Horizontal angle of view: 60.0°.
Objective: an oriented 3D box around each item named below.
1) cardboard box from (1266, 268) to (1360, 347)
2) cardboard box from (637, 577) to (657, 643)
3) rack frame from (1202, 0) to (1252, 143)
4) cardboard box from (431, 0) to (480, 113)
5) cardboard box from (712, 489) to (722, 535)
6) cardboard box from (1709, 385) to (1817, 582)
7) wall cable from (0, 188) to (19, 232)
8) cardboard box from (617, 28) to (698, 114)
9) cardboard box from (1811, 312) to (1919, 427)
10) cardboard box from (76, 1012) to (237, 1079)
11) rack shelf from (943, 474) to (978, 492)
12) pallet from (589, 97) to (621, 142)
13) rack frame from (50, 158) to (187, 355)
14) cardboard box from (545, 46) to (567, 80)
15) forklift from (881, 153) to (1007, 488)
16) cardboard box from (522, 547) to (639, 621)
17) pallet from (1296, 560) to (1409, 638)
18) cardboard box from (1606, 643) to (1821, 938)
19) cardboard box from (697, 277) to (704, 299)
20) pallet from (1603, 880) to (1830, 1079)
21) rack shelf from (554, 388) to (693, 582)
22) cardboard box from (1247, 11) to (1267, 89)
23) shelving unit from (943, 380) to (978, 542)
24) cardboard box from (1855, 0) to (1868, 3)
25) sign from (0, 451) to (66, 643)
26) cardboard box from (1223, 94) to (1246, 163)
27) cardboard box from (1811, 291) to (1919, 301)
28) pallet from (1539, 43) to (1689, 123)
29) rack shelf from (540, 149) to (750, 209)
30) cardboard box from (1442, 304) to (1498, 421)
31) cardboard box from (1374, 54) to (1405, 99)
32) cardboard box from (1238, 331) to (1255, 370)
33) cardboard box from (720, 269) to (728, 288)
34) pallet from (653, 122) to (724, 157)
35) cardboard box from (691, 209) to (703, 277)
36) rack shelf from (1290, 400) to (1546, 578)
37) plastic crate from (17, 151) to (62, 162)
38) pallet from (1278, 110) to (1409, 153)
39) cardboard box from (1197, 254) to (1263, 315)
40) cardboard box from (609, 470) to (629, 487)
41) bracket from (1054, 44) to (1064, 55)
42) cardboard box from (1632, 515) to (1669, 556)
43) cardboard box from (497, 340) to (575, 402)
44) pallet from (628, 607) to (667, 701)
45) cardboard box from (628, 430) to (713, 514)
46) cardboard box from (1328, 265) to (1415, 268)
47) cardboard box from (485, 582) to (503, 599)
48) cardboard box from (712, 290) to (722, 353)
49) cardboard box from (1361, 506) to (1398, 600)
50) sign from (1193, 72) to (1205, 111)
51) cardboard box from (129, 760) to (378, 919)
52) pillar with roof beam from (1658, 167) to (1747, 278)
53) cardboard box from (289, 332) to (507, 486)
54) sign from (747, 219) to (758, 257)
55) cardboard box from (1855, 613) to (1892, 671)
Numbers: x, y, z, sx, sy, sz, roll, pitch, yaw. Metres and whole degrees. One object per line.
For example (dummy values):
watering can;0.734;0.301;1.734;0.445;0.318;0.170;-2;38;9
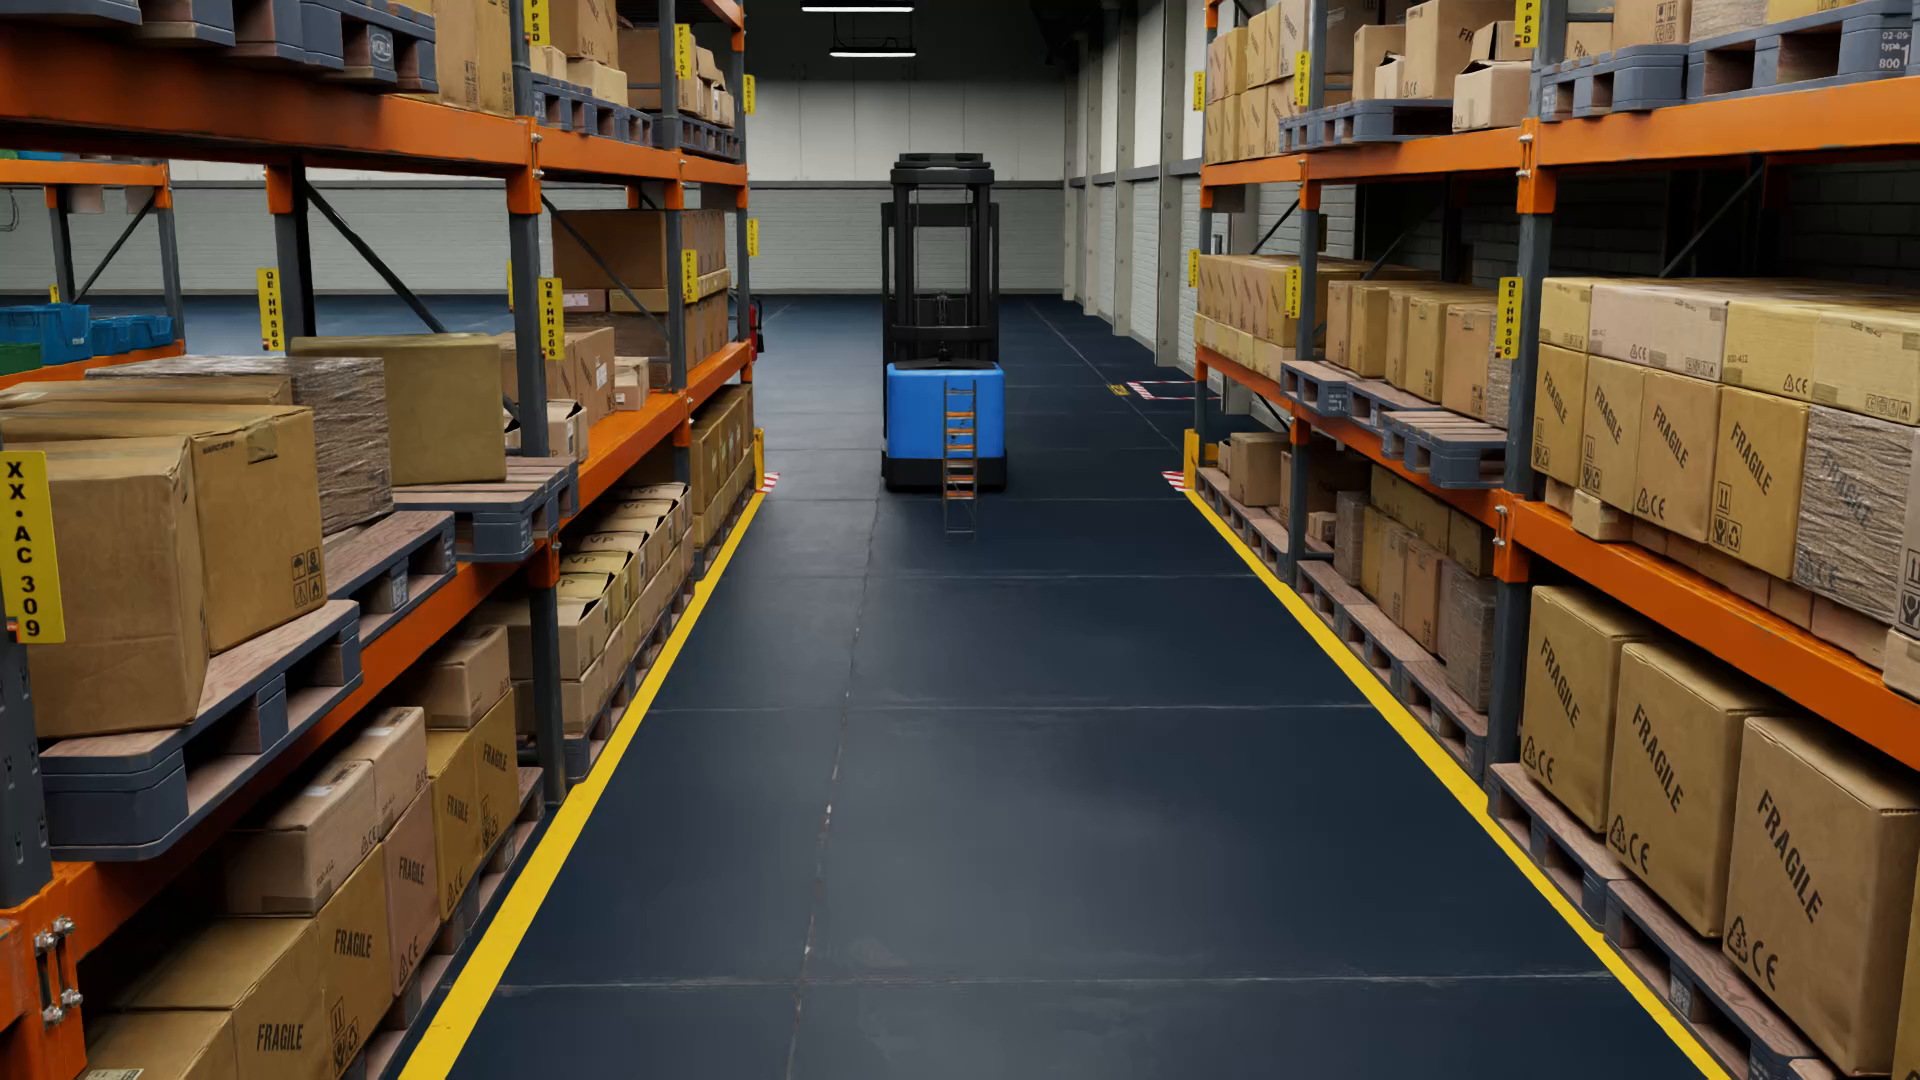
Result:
cardboard box;2.367;-1.566;11.176;0.500;0.500;0.500;0;11;-1
cardboard box;-1.939;0.378;9.013;0.500;0.250;0.500;0;11;0
rack frame;2.603;-4.905;14.104;1.000;3.000;0.127;0;11;-1
cardboard box;-2.131;-1.685;5.523;0.910;0.500;0.500;0;11;-1
cardboard box;-1.978;-0.200;11.859;0.500;0.250;0.500;0;11;-1
cardboard box;2.552;-0.175;4.829;0.500;0.500;0.500;0;11;0
wall cable;-27.369;-9.673;45.414;3.097;2.526;0.112;0;11;-1
cardboard box;-2.013;-3.043;10.812;0.500;0.500;0.500;1;11;4
cardboard box;2.575;-0.447;4.280;0.500;0.250;0.500;0;11;0
cardboard box;-1.867;1.354;3.522;0.500;0.500;0.500;-1;11;-4
rack shelf;0.000;-0.430;12.487;0.258;0.103;0.180;0;11;-1
pallet;-2.313;-2.088;8.237;1.003;0.211;1.213;0;11;1
rack frame;-7.301;-1.924;14.500;1.000;3.000;0.127;0;11;-1
cardboard box;-2.288;-2.371;8.477;0.500;0.250;0.500;-1;12;-6
forklift;-0.195;-2.146;15.766;1.130;2.935;3.031;-1;11;-3
cardboard box;-1.929;0.202;8.467;0.500;0.311;0.500;-1;11;-3
pallet;2.704;0.352;10.295;1.003;0.211;1.213;0;11;-1
cardboard box;2.665;0.794;5.452;0.750;0.750;0.750;0;11;-1
cardboard box;-2.114;-1.878;12.387;0.380;0.149;0.250;0;11;-2
pallet;2.732;1.391;5.172;1.003;0.211;1.213;0;11;-1
rack shelf;-2.225;-0.399;8.789;1.077;0.370;4.000;0;11;-1
cardboard box;2.362;-3.500;11.905;0.500;0.500;0.500;-1;11;-3
shelving unit;0.000;-0.591;12.454;0.258;1.200;0.189;0;11;-1
cardboard box;2.921;-1.700;4.491;0.700;0.500;0.500;0;11;-1
sign;-1.559;0.014;2.771;0.100;0.325;0.005;0;11;-1
cardboard box;2.351;-3.216;13.022;0.500;0.500;0.500;0;11;1
cardboard box;3.052;-0.653;5.296;0.500;0.250;0.500;-1;11;-3
pallet;2.835;-1.624;5.952;1.213;0.211;1.003;0;11;1
rack shelf;-2.308;-2.664;12.410;1.077;0.370;4.000;0;11;-1
cardboard box;2.710;-0.844;7.815;0.700;0.500;0.500;-1;12;-7
cardboard box;2.630;-2.571;9.309;0.500;0.311;0.500;0;11;1
cardboard box;2.345;-1.398;12.233;0.500;0.250;0.500;0;11;-1
cardboard box;-2.144;-2.184;13.895;0.380;0.149;0.250;0;11;0
pallet;-2.332;-2.987;12.415;1.003;0.211;1.213;0;11;-1
cardboard box;-2.313;-2.221;12.448;0.700;0.500;0.500;0;11;-1
rack shelf;2.727;-0.420;8.893;1.077;0.370;4.000;0;11;-1
plastic crate;-6.961;-3.009;12.341;0.392;0.384;0.575;0;11;-1
pallet;2.592;-2.425;9.894;1.213;0.211;1.003;0;11;-1
cardboard box;2.313;-2.173;14.165;0.500;0.500;0.500;0;11;-1
cardboard box;-2.493;-0.565;11.774;0.500;0.500;0.500;0;11;-1
bracket;2.517;-12.413;42.058;0.235;0.232;0.430;0;11;-1
cardboard box;2.590;-0.042;5.804;0.380;0.149;0.250;0;11;-2
cardboard box;-2.235;-0.736;8.391;0.500;0.500;0.500;-1;11;-4
pallet;-2.184;0.607;9.035;1.003;0.211;1.213;0;11;-1
cardboard box;-1.963;-0.468;11.295;0.500;0.500;0.500;0;11;-1
cardboard box;2.878;-1.671;11.691;0.500;0.500;0.500;0;11;-1
cardboard box;-2.458;0.307;7.951;0.500;0.311;0.500;0;11;-2
cardboard box;-2.337;-1.796;13.614;0.700;0.500;0.500;0;11;0
cardboard box;2.779;0.088;9.760;0.700;0.500;0.500;0;11;-2
sign;2.061;-3.861;14.304;0.100;0.325;0.005;0;11;-1
cardboard box;-1.888;0.788;4.427;0.500;0.250;0.500;0;11;-1
pillar with roof beam;-0.697;-3.559;7.469;9.100;9.000;0.400;0;11;-1
cardboard box;-2.058;-0.484;6.091;0.700;0.500;0.500;-4;12;-20
sign;-1.806;-2.627;14.455;0.100;0.325;0.005;0;11;-1
cardboard box;2.569;0.265;4.291;0.380;0.149;0.250;0;11;-1
